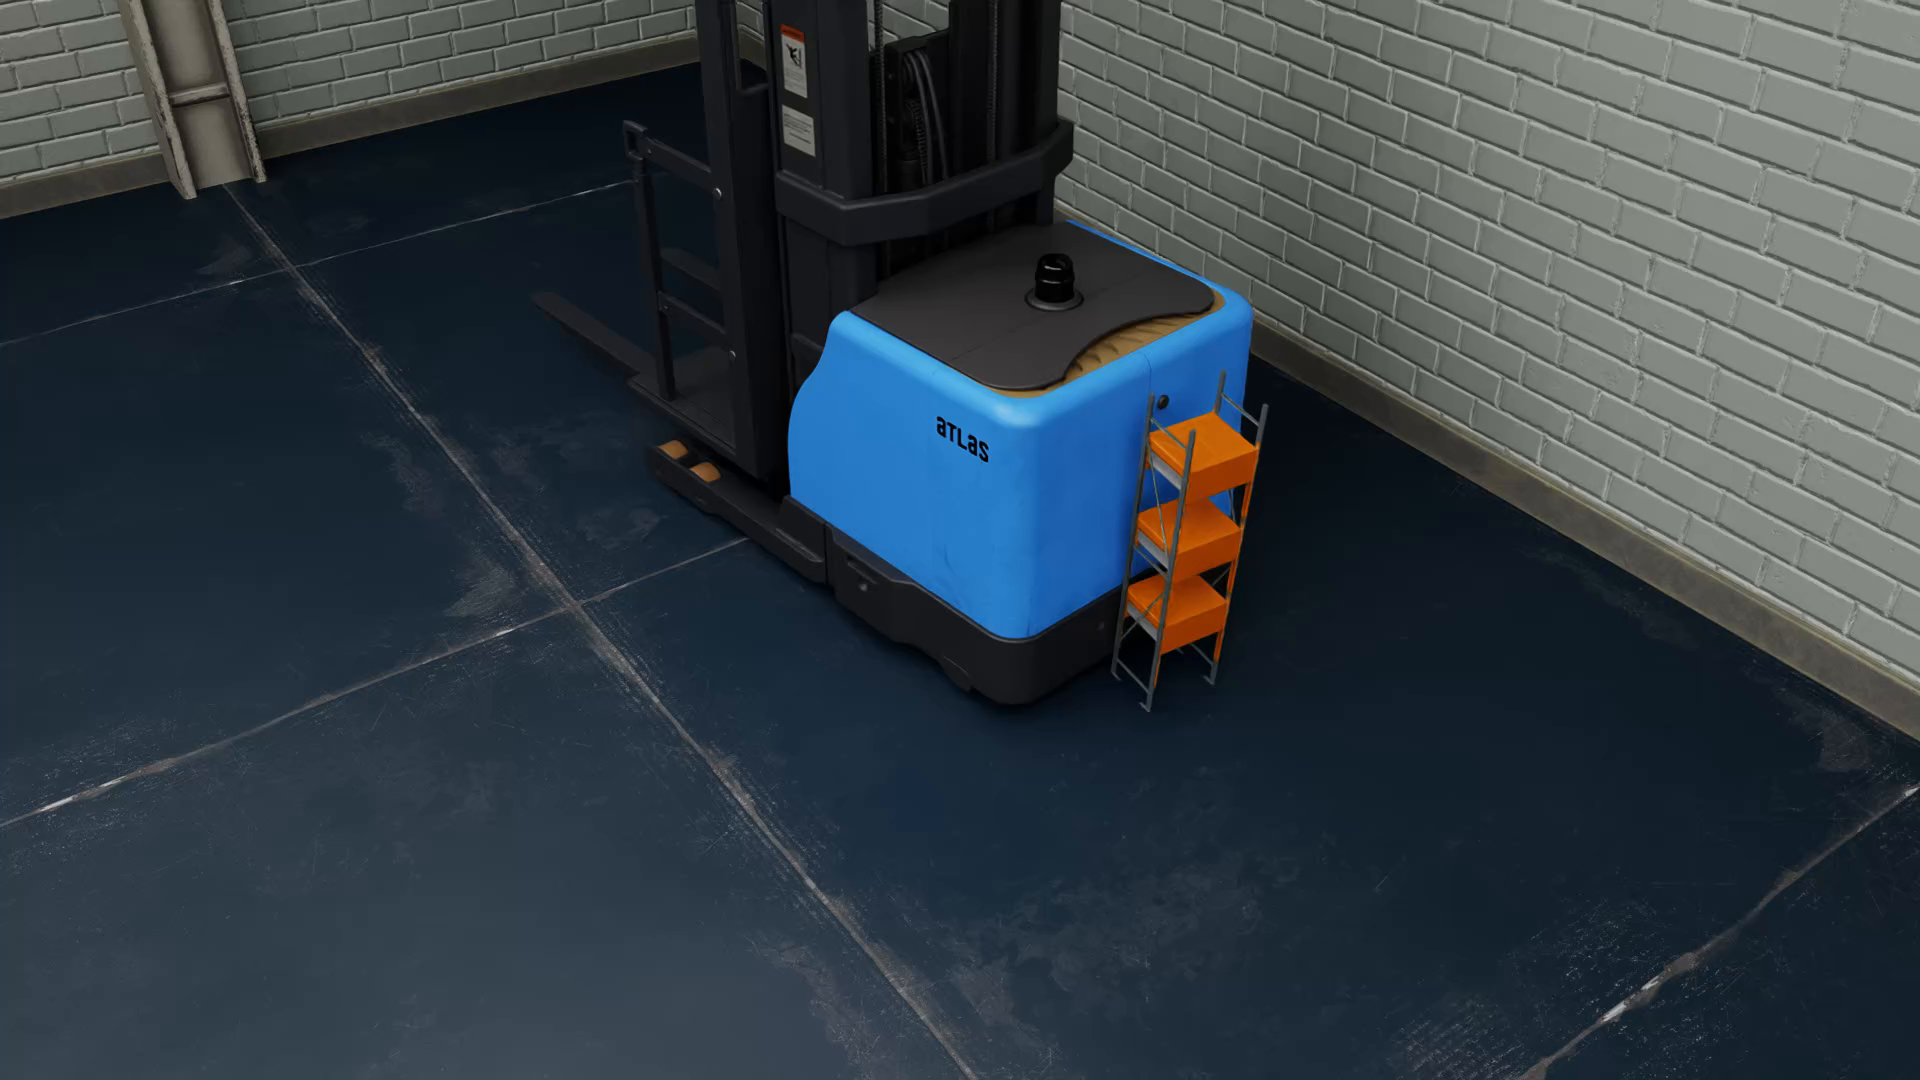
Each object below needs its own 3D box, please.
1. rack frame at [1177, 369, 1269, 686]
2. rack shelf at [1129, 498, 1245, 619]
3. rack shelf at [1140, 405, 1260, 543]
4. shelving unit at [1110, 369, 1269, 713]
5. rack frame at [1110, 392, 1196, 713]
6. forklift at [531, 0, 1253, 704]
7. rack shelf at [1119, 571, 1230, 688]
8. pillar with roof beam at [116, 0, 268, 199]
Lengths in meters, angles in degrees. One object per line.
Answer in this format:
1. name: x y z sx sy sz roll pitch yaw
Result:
1. rack frame: 0.751 -0.012 4.853 0.008 1.050 0.200 -20 45 -25
2. rack shelf: 0.646 0.034 4.808 0.240 0.259 0.215 -20 45 -25
3. rack shelf: 0.658 -0.184 4.627 0.240 0.259 0.215 -20 45 -25
4. shelving unit: 0.647 0.025 4.802 0.252 1.050 0.215 -20 45 -25
5. rack frame: 0.542 0.063 4.750 0.008 1.050 0.200 -20 45 -25
6. forklift: -0.478 -1.476 5.291 1.130 2.935 3.031 -28 44 -33
7. rack shelf: 0.634 0.247 4.986 0.240 0.259 0.215 -20 45 -25
8. pillar with roof beam: -1.190 -3.384 2.748 0.400 9.000 9.100 -22 41 -28
